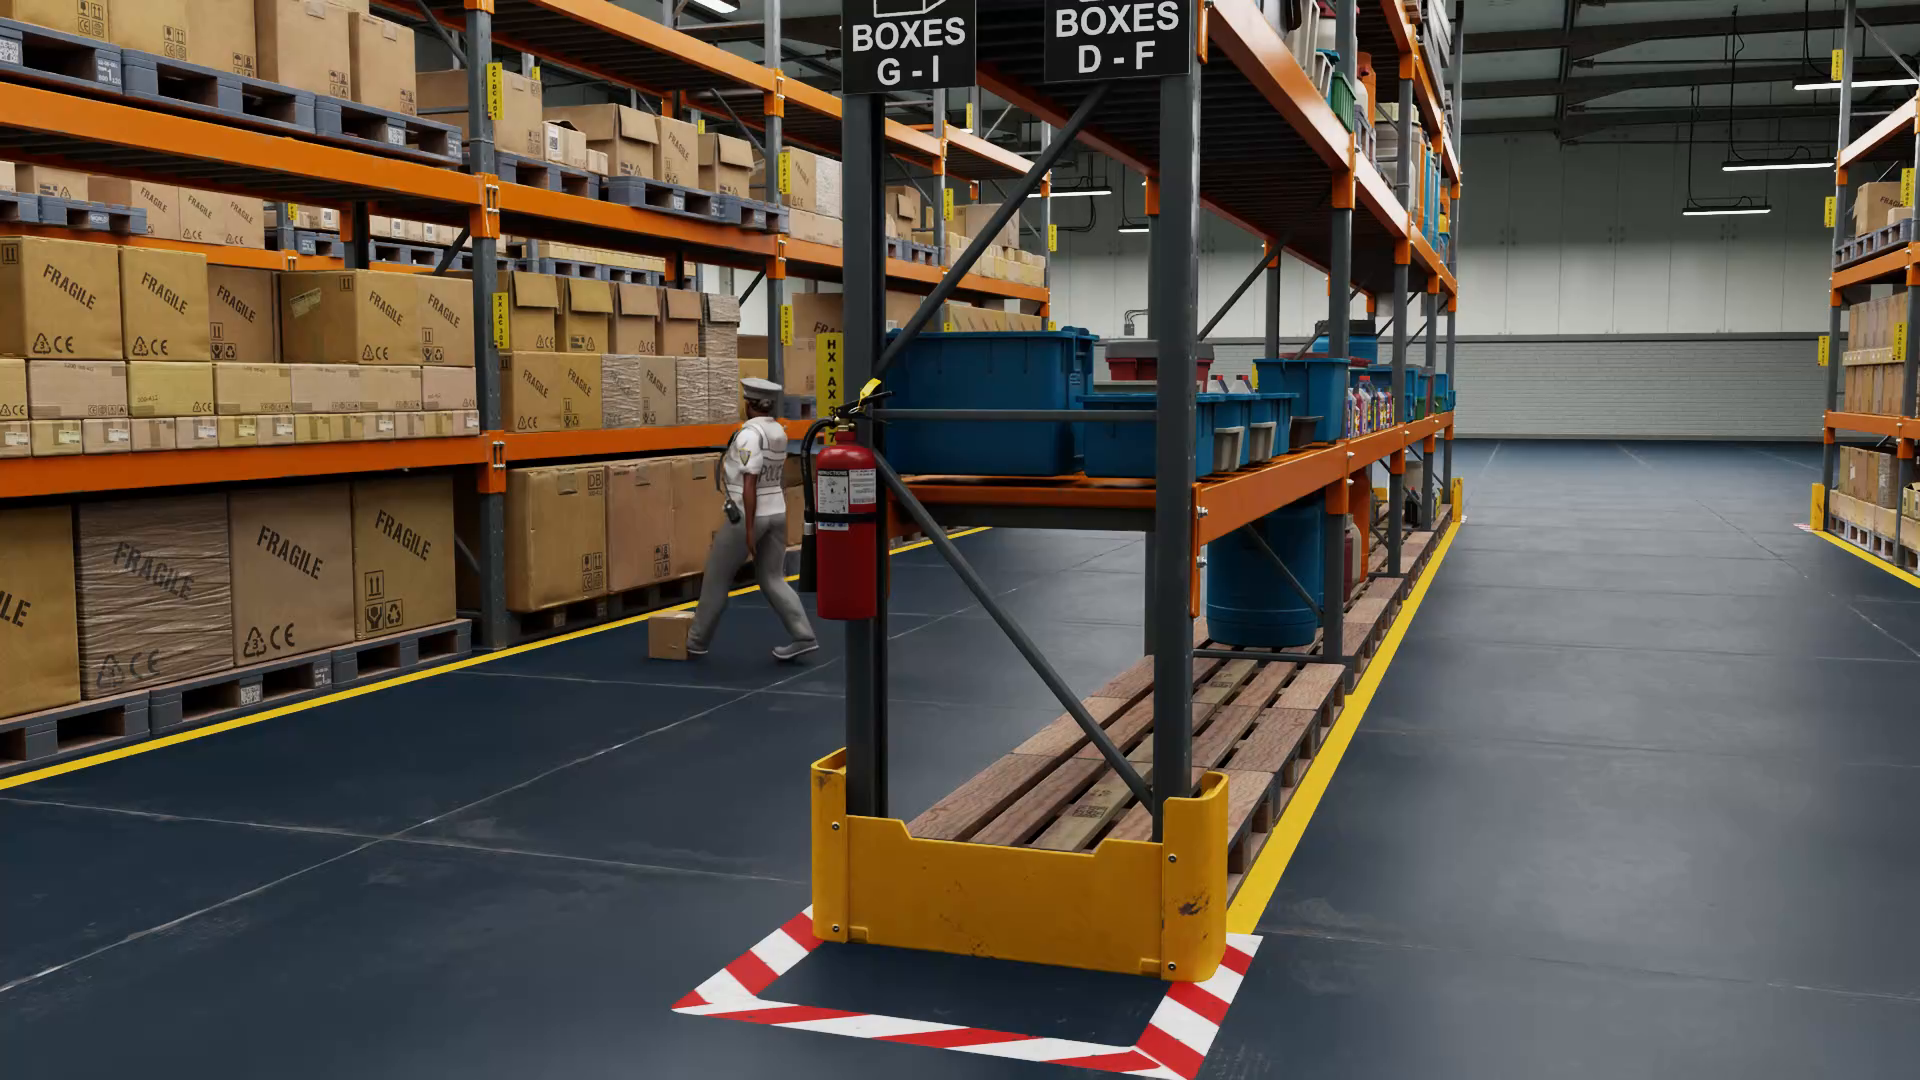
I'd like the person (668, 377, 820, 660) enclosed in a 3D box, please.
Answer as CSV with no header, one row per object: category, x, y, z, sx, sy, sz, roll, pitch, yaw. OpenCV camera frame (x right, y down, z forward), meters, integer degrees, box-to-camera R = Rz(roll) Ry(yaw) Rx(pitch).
person,-1.268,-0.126,9.618,0.935,1.622,0.474,3,6,27
